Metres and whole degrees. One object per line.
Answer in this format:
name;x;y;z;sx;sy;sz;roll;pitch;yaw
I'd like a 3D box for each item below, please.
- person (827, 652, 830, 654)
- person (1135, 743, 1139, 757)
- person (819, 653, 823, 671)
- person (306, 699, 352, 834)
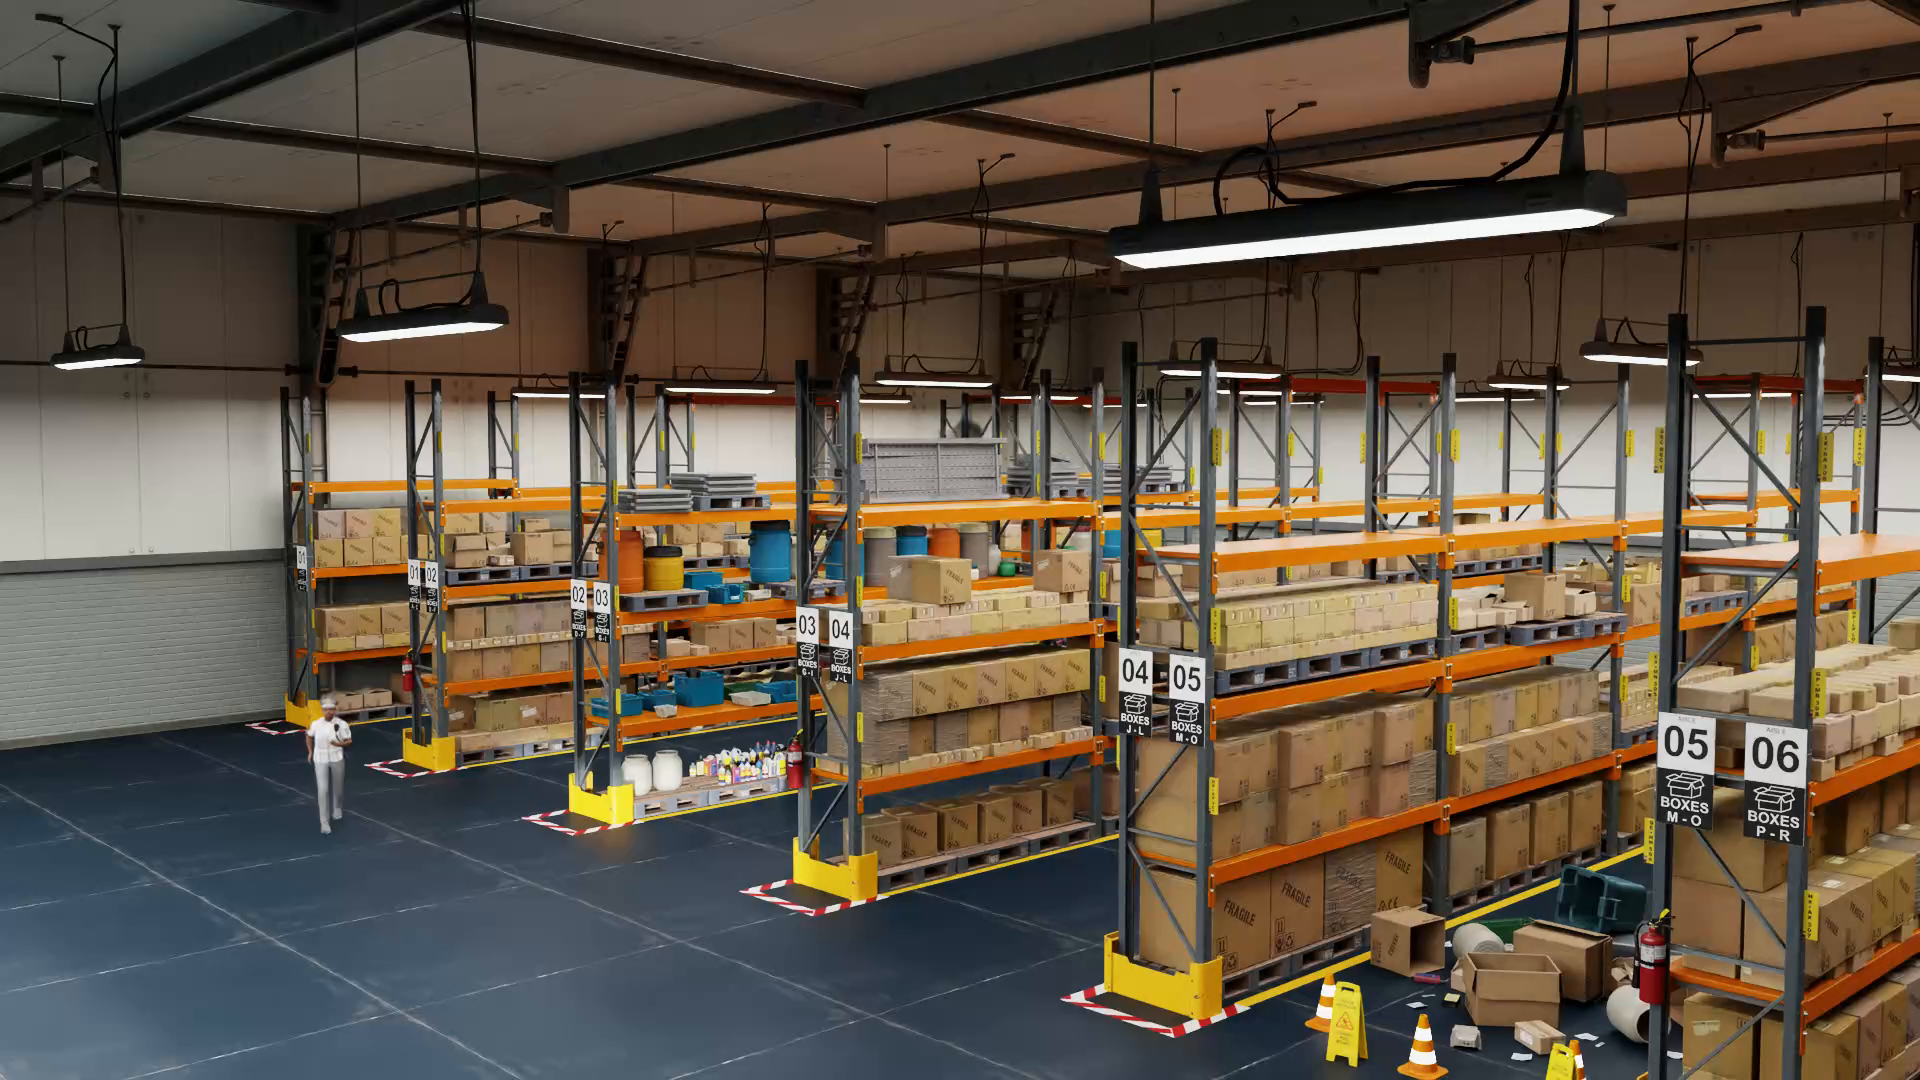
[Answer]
person;-2.571;2.196;34.426;0.506;1.568;0.536;-3;5;-41
person;2.782;2.704;25.237;0.831;1.721;0.566;-3;5;-42
person;-2.890;2.143;33.713;0.708;1.746;0.714;3;5;43
person;-8.244;2.906;21.747;0.570;1.698;0.929;-1;4;-20
